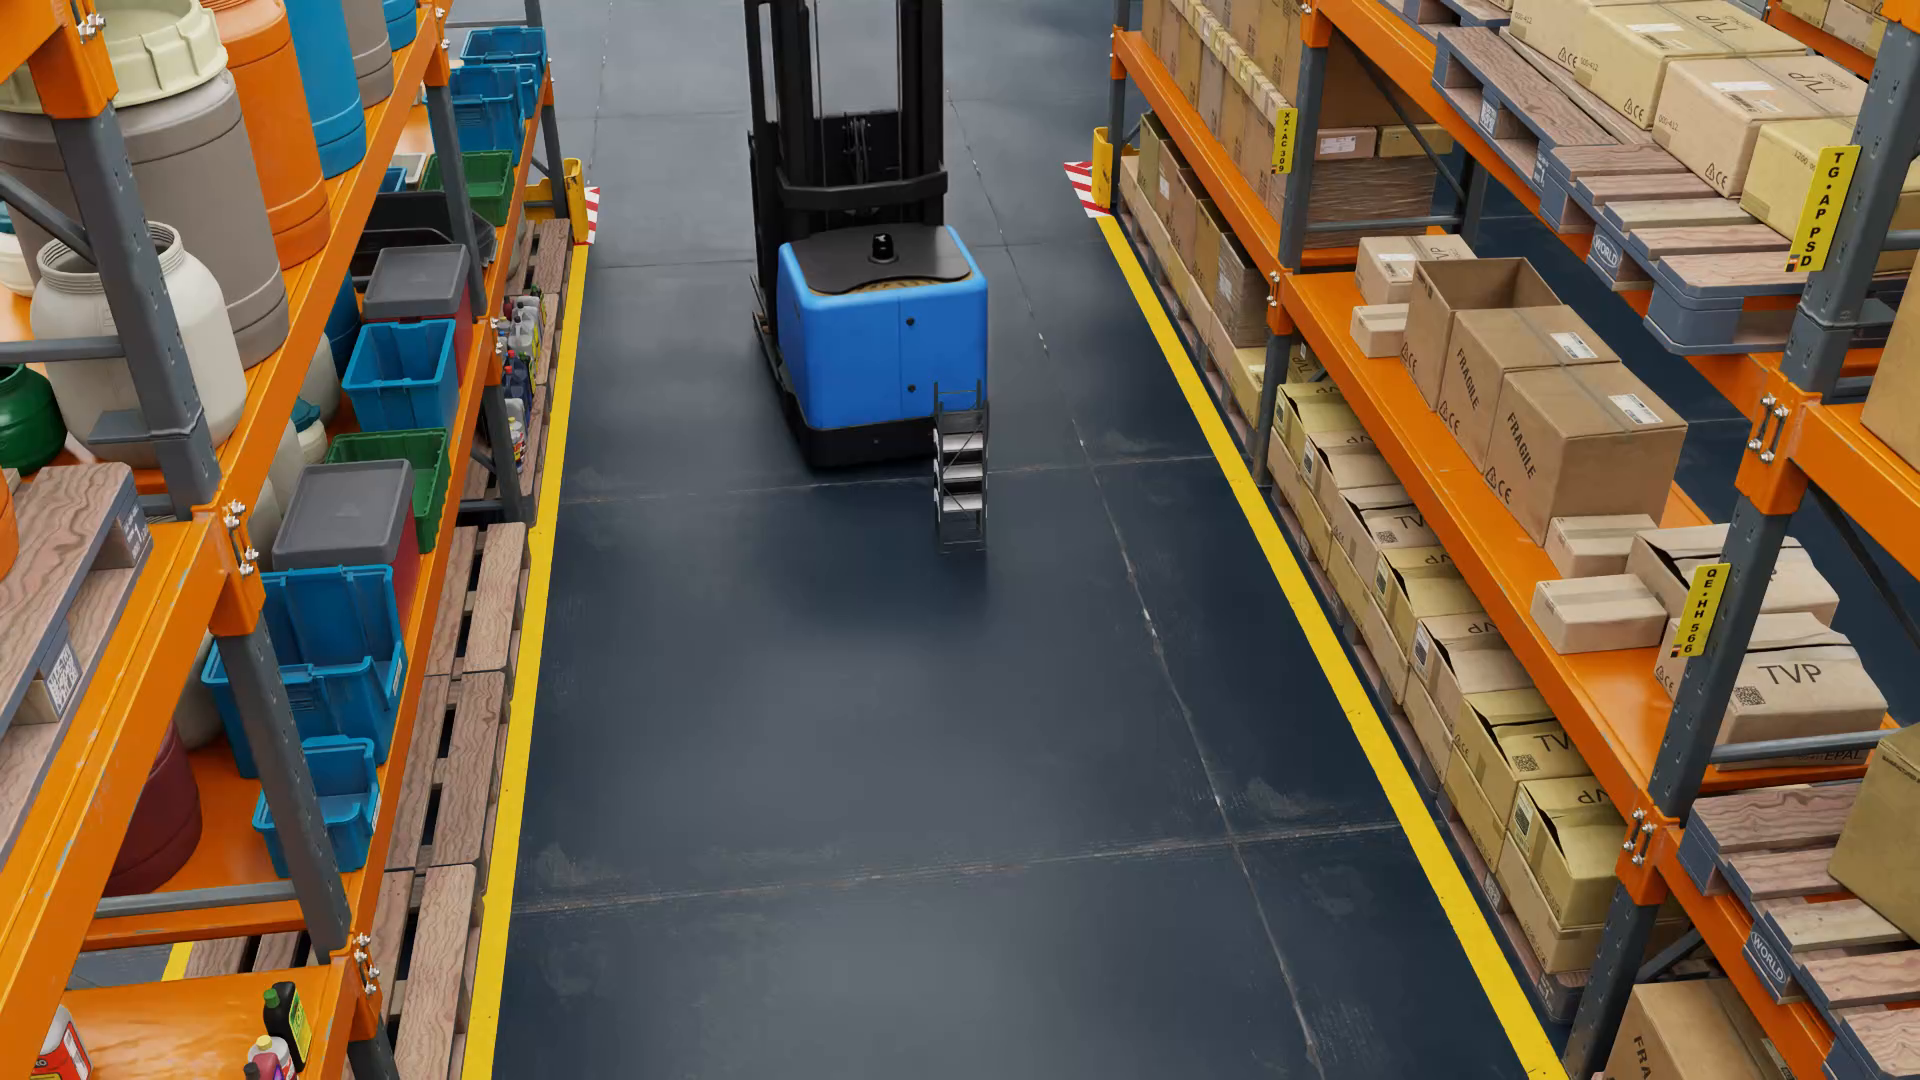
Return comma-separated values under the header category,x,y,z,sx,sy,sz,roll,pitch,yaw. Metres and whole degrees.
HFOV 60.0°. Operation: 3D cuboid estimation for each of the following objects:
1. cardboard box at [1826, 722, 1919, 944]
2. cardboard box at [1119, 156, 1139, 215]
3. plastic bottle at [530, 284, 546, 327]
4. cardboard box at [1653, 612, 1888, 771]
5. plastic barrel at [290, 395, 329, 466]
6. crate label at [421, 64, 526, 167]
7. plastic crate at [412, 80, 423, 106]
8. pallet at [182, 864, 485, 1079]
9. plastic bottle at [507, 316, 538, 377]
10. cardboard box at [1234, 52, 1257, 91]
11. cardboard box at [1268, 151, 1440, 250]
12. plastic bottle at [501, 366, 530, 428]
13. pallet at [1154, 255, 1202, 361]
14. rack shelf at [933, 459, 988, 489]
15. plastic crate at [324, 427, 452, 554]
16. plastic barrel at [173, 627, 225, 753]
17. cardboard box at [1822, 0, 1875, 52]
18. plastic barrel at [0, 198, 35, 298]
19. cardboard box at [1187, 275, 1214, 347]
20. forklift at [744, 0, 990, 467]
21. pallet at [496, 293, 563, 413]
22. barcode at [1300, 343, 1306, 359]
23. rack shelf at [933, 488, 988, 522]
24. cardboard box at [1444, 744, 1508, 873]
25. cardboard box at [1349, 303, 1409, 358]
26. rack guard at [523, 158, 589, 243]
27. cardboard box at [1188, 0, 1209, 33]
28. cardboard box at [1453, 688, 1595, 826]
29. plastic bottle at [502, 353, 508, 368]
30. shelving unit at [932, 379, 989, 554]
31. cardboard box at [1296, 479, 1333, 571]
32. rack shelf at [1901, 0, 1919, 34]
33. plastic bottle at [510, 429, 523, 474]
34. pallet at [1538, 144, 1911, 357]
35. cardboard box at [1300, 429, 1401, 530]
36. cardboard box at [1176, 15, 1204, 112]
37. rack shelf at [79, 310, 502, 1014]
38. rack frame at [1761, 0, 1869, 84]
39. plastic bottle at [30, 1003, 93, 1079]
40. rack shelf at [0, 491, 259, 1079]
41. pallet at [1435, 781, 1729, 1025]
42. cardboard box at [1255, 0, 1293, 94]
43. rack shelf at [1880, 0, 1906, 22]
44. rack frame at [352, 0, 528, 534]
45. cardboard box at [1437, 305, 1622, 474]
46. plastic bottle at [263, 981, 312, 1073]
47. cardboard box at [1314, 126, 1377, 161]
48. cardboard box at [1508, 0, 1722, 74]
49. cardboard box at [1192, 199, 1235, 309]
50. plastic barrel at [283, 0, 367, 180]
category,x,y,z,sx,sy,sz,roll,pitch,yaw
cardboard box,2.863,0.767,4.499,0.700,0.500,0.500,-16,37,-22
cardboard box,1.442,-2.547,11.892,0.500,0.250,0.500,-4,35,-6
plastic bottle,-2.603,-1.456,10.245,0.061,0.283,0.133,-4,34,-5
cardboard box,2.661,0.469,5.477,0.500,0.311,0.500,-2,34,-3
plastic barrel,-2.755,-0.413,6.815,0.301,0.262,0.301,0,34,0
crate label,-2.803,-2.460,9.665,0.502,0.435,0.616,-4,35,-6
plastic crate,-3.517,-2.820,10.458,0.298,0.136,0.250,-4,35,-6
pallet,-2.308,1.729,6.025,1.003,0.211,1.213,-4,35,-6
plastic bottle,-2.561,-1.132,9.709,0.144,0.351,0.185,-5,35,-7
cardboard box,1.744,-2.606,9.246,0.380,0.149,0.250,-5,35,-7
cardboard box,2.062,-1.882,8.759,0.700,0.500,0.500,-5,35,-8
plastic bottle,-2.478,-0.789,9.206,0.144,0.351,0.185,-3,34,-5
pallet,1.895,-1.570,10.867,1.003,0.211,1.213,-4,35,-6
rack shelf,0.001,-0.340,8.509,0.258,0.077,0.200,-4,35,-6
plastic crate,-2.267,-0.182,6.542,0.450,0.188,0.662,-4,35,-6
plastic barrel,-2.593,0.408,5.389,0.421,0.512,0.421,0,34,0
cardboard box,6.333,-3.564,11.431,0.500,0.250,0.500,-5,35,-8
plastic barrel,-2.645,-0.862,4.811,0.301,0.262,0.301,0,34,0
cardboard box,1.710,-1.430,10.254,0.500,0.250,0.500,-4,35,-6
forklift,-0.697,-2.440,9.728,1.130,2.935,3.031,-8,35,-12
pallet,-2.997,-1.128,10.218,1.003,0.211,1.213,-4,35,-6
barcode,1.750,-0.965,8.479,0.001,0.075,0.075,-4,35,-6
rack shelf,0.001,-0.191,8.610,0.258,0.077,0.200,-4,35,-6
cardboard box,2.281,1.039,6.630,0.500,0.250,0.500,-5,35,-7
cardboard box,2.045,-0.979,7.747,0.380,0.149,0.250,-4,35,-6
rack guard,-3.262,-2.381,11.799,1.175,0.500,0.348,-4,35,-6
cardboard box,1.605,-3.181,10.089,0.380,0.149,0.250,-5,35,-7
cardboard box,2.275,0.807,6.473,0.500,0.311,0.500,-5,35,-7
plastic bottle,-2.560,-0.941,9.499,0.097,0.271,0.097,0,34,0
shelving unit,0.001,-0.367,8.490,0.258,0.900,0.210,-4,35,-6
cardboard box,2.004,-0.101,8.304,0.500,0.250,0.500,-4,34,-5
rack shelf,2.935,-0.262,2.137,1.077,0.370,4.000,-4,35,-6
plastic bottle,-2.389,-0.486,8.831,0.097,0.271,0.097,0,34,0
pallet,2.486,-0.895,4.903,1.213,0.211,1.003,-3,34,-4
cardboard box,1.999,-0.333,8.146,0.500,0.311,0.500,-5,35,-7
cardboard box,1.777,-3.035,10.451,0.700,0.500,0.500,-4,34,-6
rack shelf,-2.512,0.193,6.442,1.077,0.370,4.000,-4,35,-6
rack frame,6.498,-4.203,12.253,1.000,3.000,0.127,-4,35,-6
plastic bottle,-2.354,1.318,4.263,0.152,0.276,0.135,-4,35,-6
rack shelf,-1.974,1.186,2.322,1.077,0.370,4.000,-4,35,-6
pallet,2.594,1.329,6.613,1.003,0.211,1.213,-4,35,-6
cardboard box,1.993,-2.700,8.807,0.700,0.500,0.500,-4,35,-6
rack shelf,2.397,-2.494,5.412,1.077,0.370,4.000,-4,35,-6
rack frame,-2.781,-1.220,7.877,1.000,3.000,0.127,-4,35,-6
cardboard box,2.354,-0.631,6.924,0.500,0.500,0.500,-4,35,-6
plastic bottle,-1.765,1.254,4.350,0.061,0.283,0.133,-4,35,-6
cardboard box,1.879,-2.038,8.412,0.380,0.149,0.250,-4,35,-6
cardboard box,2.325,-1.873,5.931,0.500,0.250,0.500,-7,35,-10
cardboard box,1.723,-1.741,10.044,0.500,0.500,0.500,-4,35,-6
plastic barrel,-2.321,-1.670,5.428,0.600,0.901,0.708,-4,35,-6
